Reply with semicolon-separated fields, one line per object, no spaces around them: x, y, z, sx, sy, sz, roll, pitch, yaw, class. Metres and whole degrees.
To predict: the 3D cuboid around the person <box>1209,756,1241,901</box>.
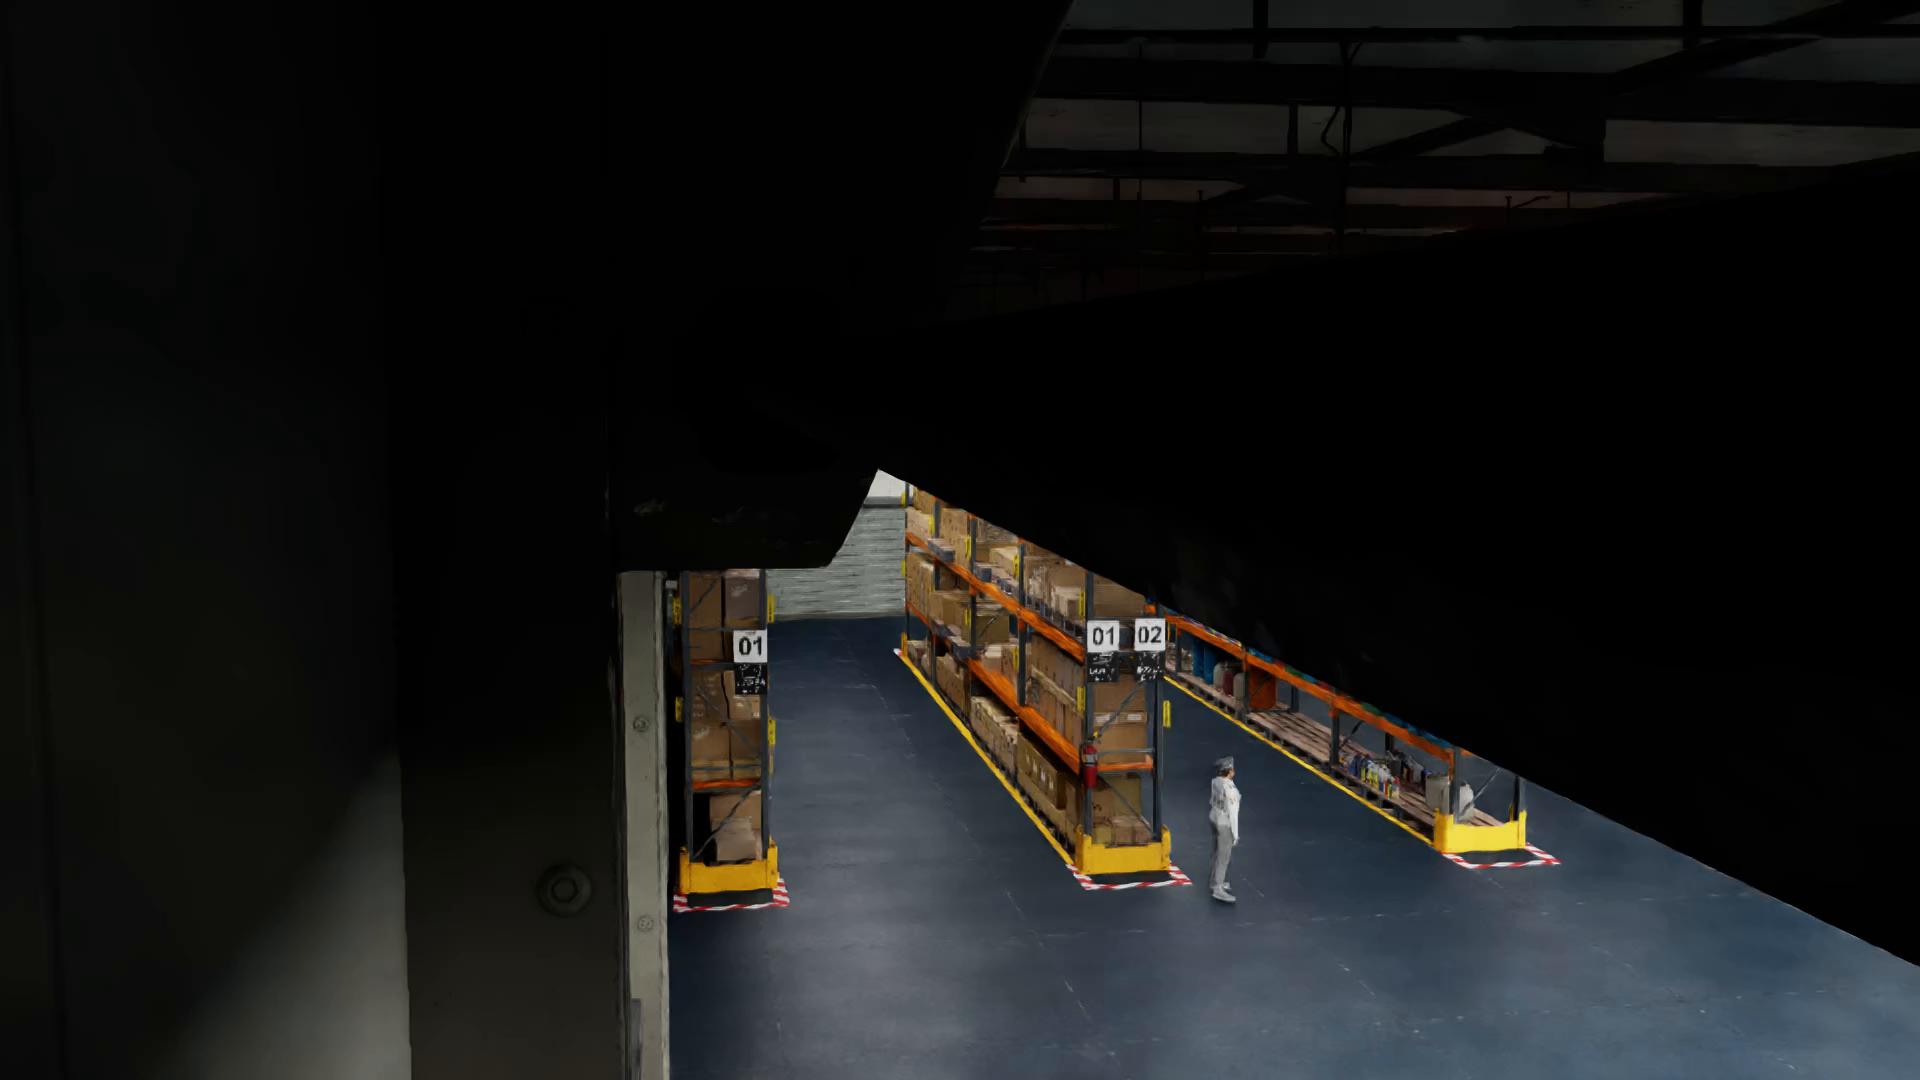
3.154;3.416;19.905;0.365;1.686;0.602;-2;6;-17;person
